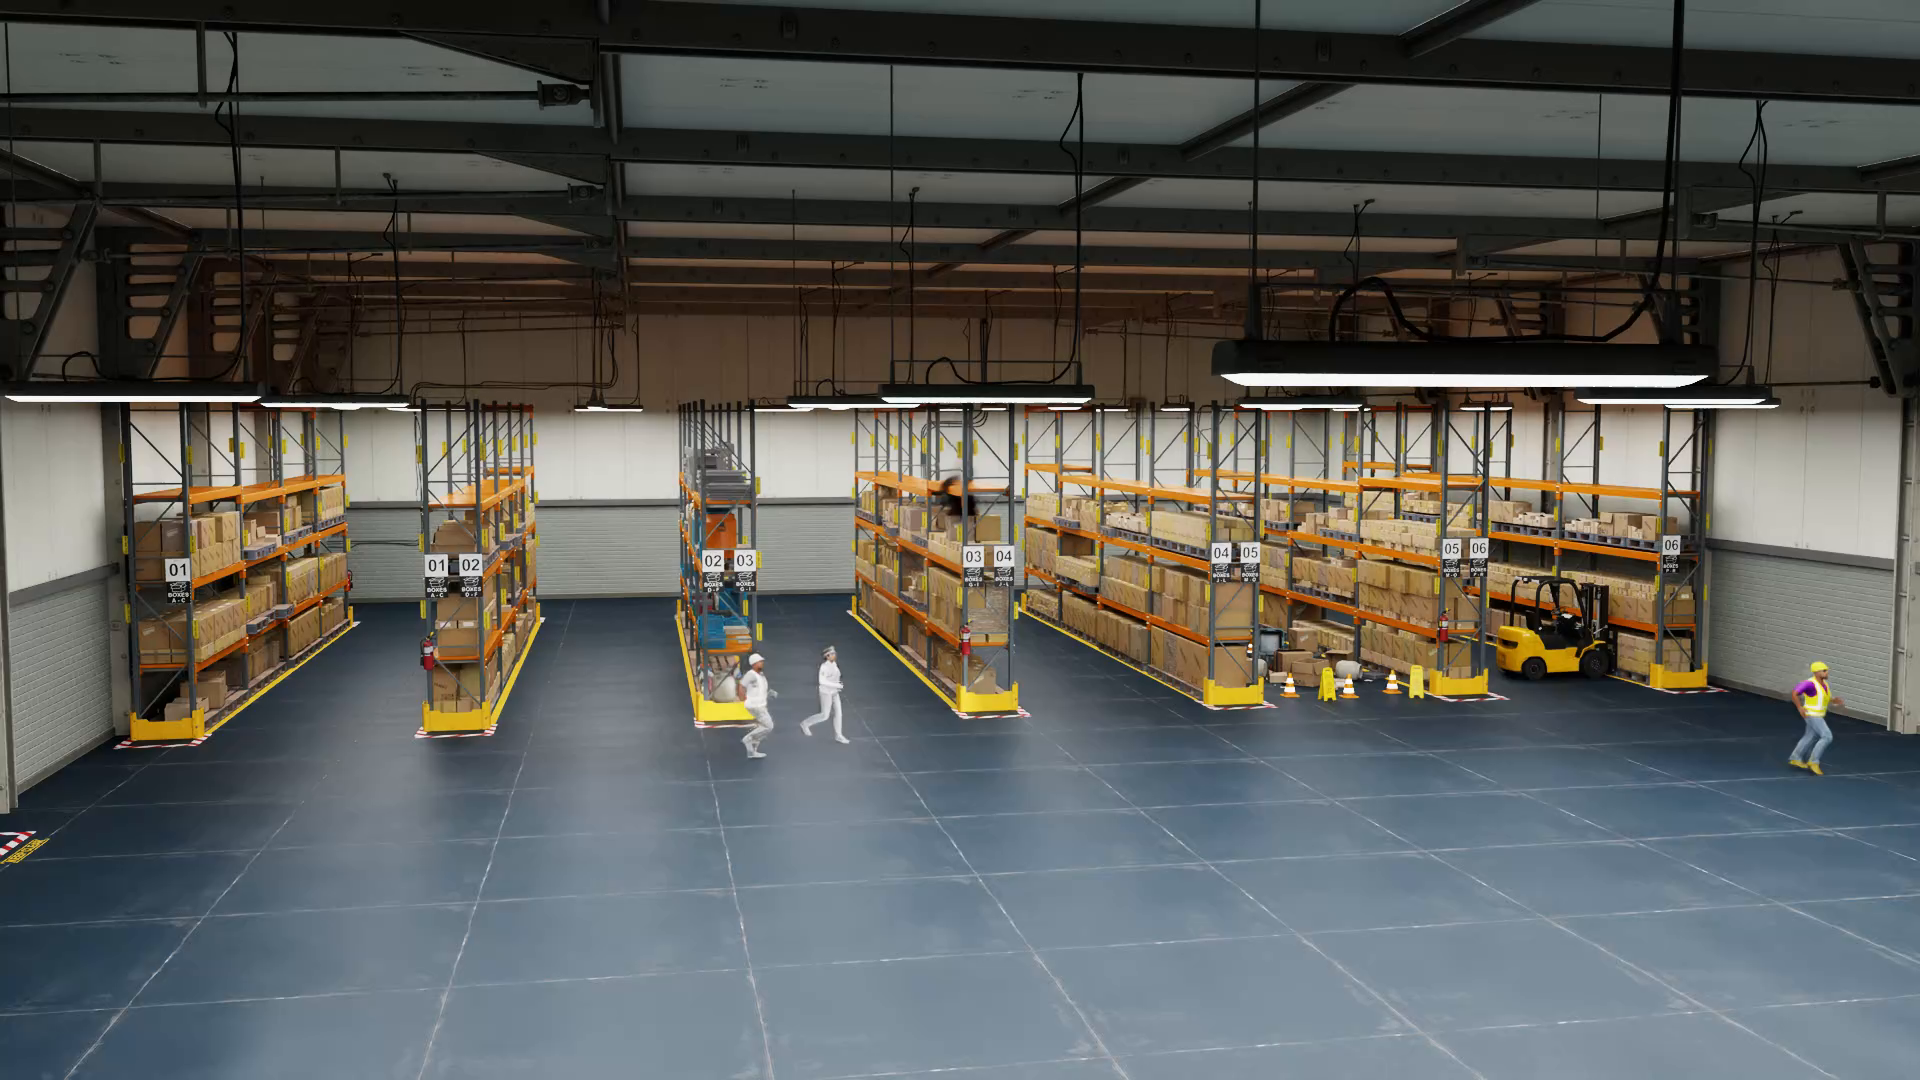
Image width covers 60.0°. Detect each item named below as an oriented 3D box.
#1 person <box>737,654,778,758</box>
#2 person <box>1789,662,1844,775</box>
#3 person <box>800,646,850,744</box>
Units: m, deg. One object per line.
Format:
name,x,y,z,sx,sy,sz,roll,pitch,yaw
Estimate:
person,-3.336,2.767,27.662,0.595,1.746,0.692,0,4,6
person,13.697,2.840,26.611,0.748,1.802,0.687,4,6,43
person,-2.334,2.698,29.095,0.883,1.699,0.626,2,5,22
